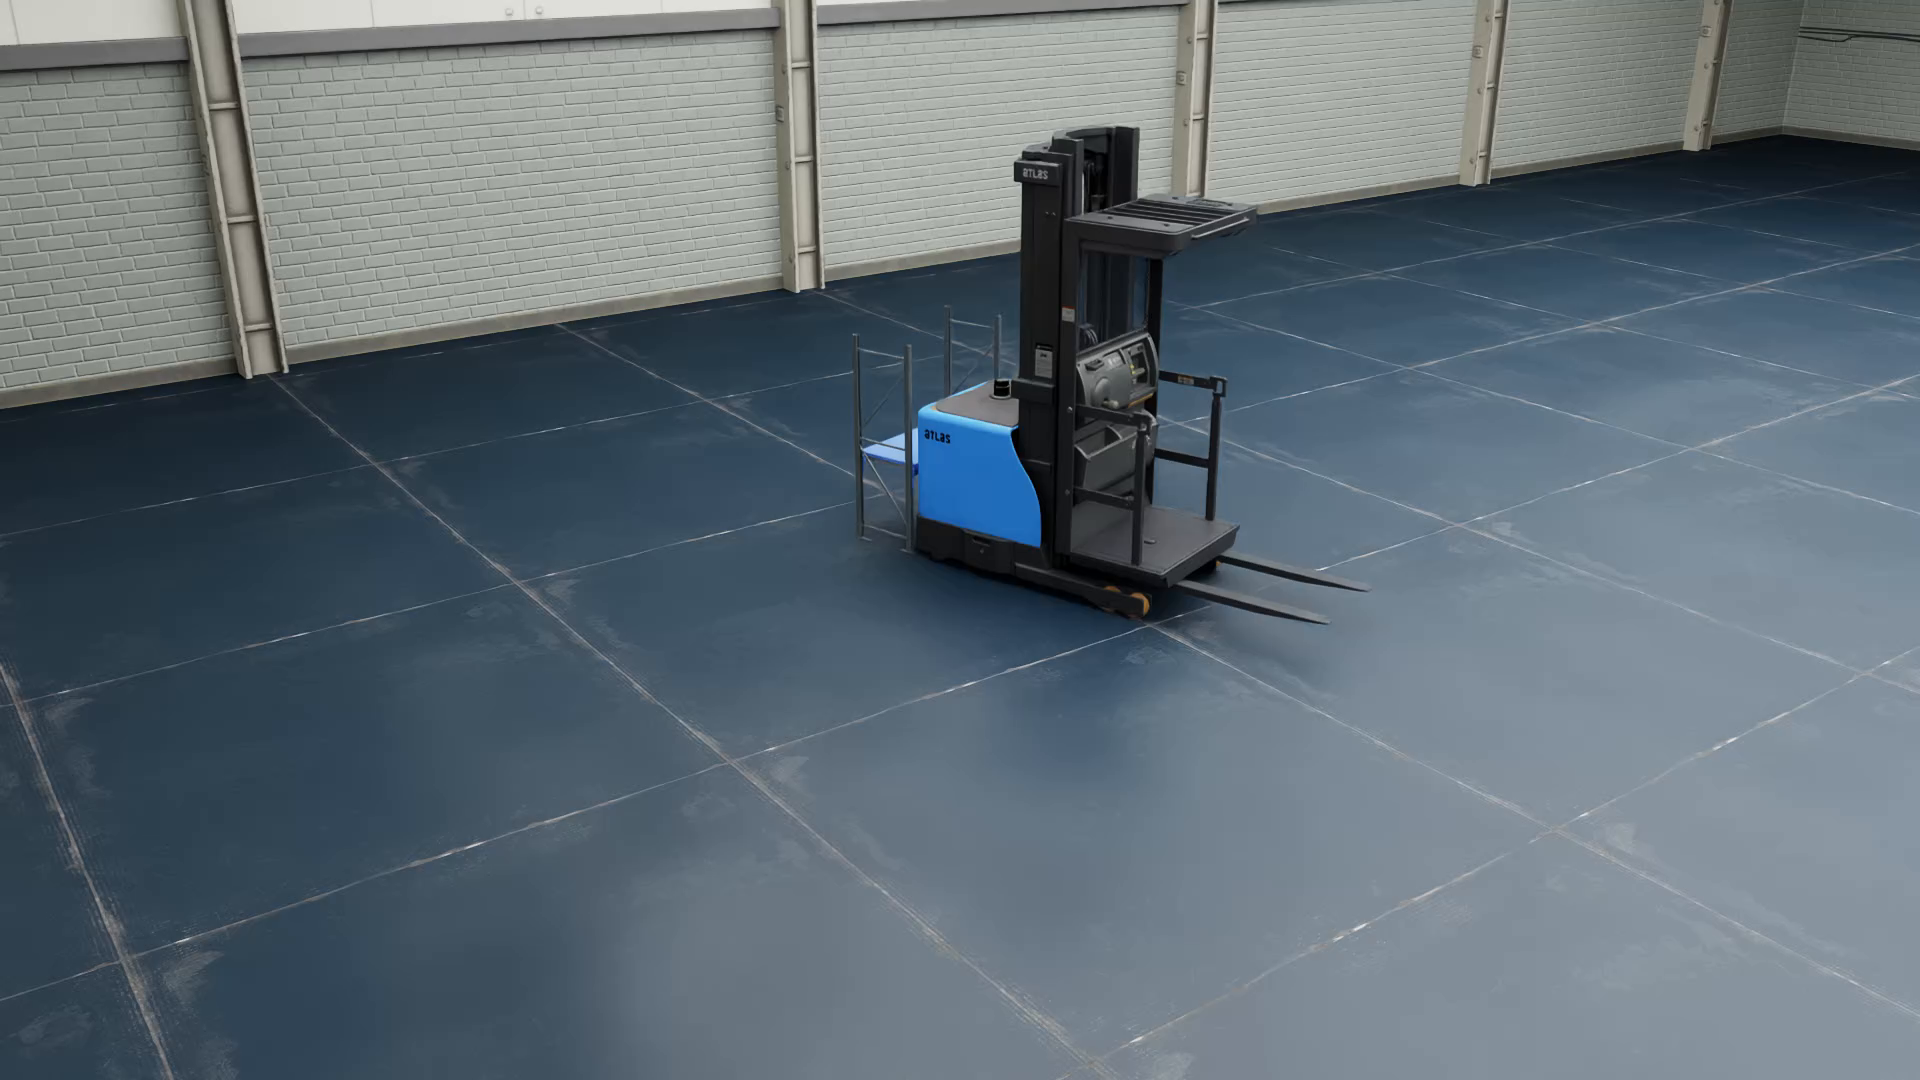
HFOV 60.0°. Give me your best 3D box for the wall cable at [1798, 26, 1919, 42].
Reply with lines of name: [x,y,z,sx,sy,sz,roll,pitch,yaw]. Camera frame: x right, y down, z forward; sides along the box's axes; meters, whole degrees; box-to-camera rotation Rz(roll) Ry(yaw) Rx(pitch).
wall cable: [15.972,-9.783,28.461,0.112,2.526,3.097,-15,26,-33]

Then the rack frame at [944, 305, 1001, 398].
rack frame: [0.089,-0.957,12.271,0.500,1.500,0.032,16,27,35]

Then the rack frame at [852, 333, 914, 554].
rack frame: [-0.532,-0.659,11.524,0.500,1.500,0.032,16,27,35]

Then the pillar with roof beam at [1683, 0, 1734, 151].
pillar with roof beam: [15.322,-9.690,24.038,0.400,9.000,9.100,-15,26,-33]

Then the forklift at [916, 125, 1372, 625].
forklift: [1.190,-1.078,10.642,3.031,2.935,1.130,15,26,33]

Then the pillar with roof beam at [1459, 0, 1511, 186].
pillar with roof beam: [10.452,-8.391,20.784,0.400,9.000,9.100,-15,26,-33]

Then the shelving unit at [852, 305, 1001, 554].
shelving unit: [-0.221,-0.808,11.897,0.538,1.500,1.048,16,27,35]

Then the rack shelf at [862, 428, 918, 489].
rack shelf: [-0.221,-0.641,11.964,0.538,0.185,1.000,16,27,35]

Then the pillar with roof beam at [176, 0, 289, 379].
pillar with roof beam: [-4.160,-4.495,11.020,0.400,9.000,9.100,-15,26,-33]

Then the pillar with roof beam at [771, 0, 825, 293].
pillar with roof beam: [0.711,-5.794,14.275,0.400,9.000,9.100,-15,26,-33]

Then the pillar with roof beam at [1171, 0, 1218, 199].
pillar with roof beam: [5.581,-7.093,17.529,0.400,9.000,9.100,-15,26,-33]
